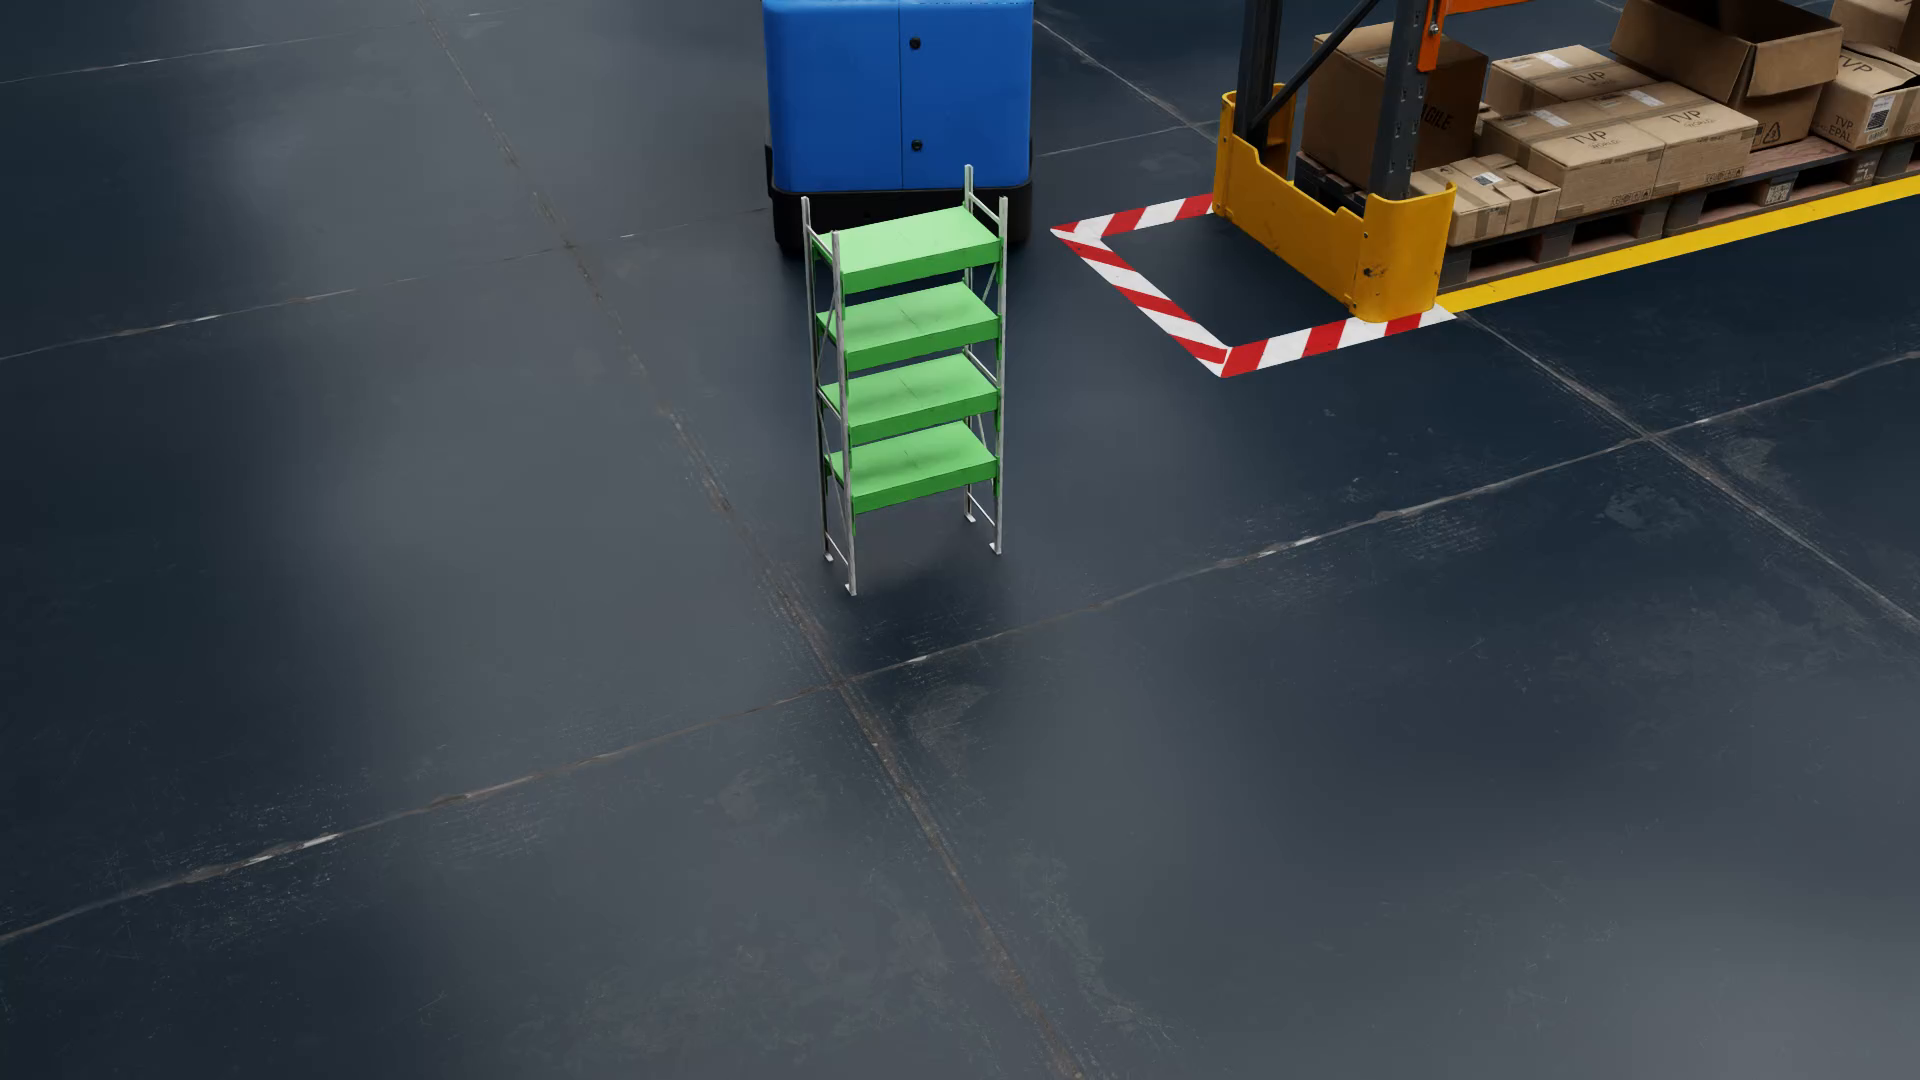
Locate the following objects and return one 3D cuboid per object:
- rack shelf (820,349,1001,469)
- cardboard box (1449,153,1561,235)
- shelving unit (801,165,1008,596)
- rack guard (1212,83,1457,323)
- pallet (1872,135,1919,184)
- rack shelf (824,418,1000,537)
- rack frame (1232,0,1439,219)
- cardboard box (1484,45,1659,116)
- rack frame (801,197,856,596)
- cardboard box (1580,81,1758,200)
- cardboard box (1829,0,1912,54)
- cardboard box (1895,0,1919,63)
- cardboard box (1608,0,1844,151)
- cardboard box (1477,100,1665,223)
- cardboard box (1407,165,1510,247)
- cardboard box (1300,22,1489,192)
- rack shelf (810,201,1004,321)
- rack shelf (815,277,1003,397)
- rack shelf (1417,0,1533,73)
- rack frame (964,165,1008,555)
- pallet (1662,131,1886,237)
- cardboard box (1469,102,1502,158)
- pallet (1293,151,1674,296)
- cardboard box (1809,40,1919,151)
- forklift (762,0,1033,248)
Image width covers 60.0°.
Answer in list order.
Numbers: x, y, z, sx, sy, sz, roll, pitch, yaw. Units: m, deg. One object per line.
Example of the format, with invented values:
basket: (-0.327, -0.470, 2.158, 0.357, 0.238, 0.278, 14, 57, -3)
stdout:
rack shelf: (-0.150, -0.389, 4.874, 0.480, 0.148, 0.258, -16, 39, -20)
cardboard box: (2.151, -1.384, 6.607, 0.250, 0.166, 0.380, -16, 39, -20)
shelving unit: (-0.150, -0.440, 4.836, 0.503, 1.200, 0.258, -16, 39, -20)
rack guard: (1.468, -1.377, 6.686, 0.348, 0.500, 1.175, -16, 39, -20)
pallet: (4.398, -2.080, 7.878, 1.213, 0.211, 1.003, -16, 39, -20)
rack shelf: (-0.150, -0.196, 5.017, 0.480, 0.148, 0.258, -16, 39, -20)
rack frame: (1.400, -2.361, 5.916, 0.127, 3.000, 1.000, -16, 39, -20)
cardboard box: (2.660, -1.928, 7.271, 0.500, 0.250, 0.500, -16, 39, -20)
rack frame: (-0.371, -0.378, 4.753, 0.015, 1.200, 0.240, -16, 39, -20)
cardboard box: (2.918, -1.671, 6.924, 0.500, 0.250, 0.500, -16, 39, -20)
cardboard box: (4.549, -2.481, 7.965, 0.500, 0.311, 0.500, -16, 39, -20)
cardboard box: (4.625, -2.249, 7.494, 0.500, 0.500, 0.500, -16, 39, -20)
cardboard box: (3.322, -2.070, 7.249, 0.637, 0.503, 0.797, -16, 39, -20)
cardboard box: (2.465, -1.545, 6.754, 0.500, 0.250, 0.500, -16, 39, -20)
cardboard box: (1.925, -1.314, 6.527, 0.250, 0.149, 0.380, -16, 39, -20)
cardboard box: (1.787, -1.805, 6.894, 0.500, 0.500, 0.500, -16, 39, -20)
rack shelf: (-0.150, -0.774, 4.588, 0.480, 0.148, 0.258, -16, 39, -20)
rack shelf: (-0.150, -0.581, 4.731, 0.480, 0.148, 0.258, -16, 39, -20)
rack shelf: (3.210, -2.579, 6.813, 4.000, 0.370, 1.077, -16, 39, -20)
rack frame: (0.071, -0.502, 4.919, 0.015, 1.200, 0.240, -16, 39, -20)
pallet: (3.292, -1.769, 7.458, 1.213, 0.211, 1.003, -16, 39, -20)
cardboard box: (2.192, -1.725, 7.066, 0.250, 0.166, 0.380, -16, 39, -20)
pallet: (2.190, -1.463, 7.045, 1.213, 0.211, 1.003, -16, 39, -20)
cardboard box: (3.946, -1.984, 7.294, 0.500, 0.311, 0.500, -16, 39, -20)
forklift: (-0.319, -3.212, 7.120, 1.130, 2.935, 3.031, -2, 37, -3)
